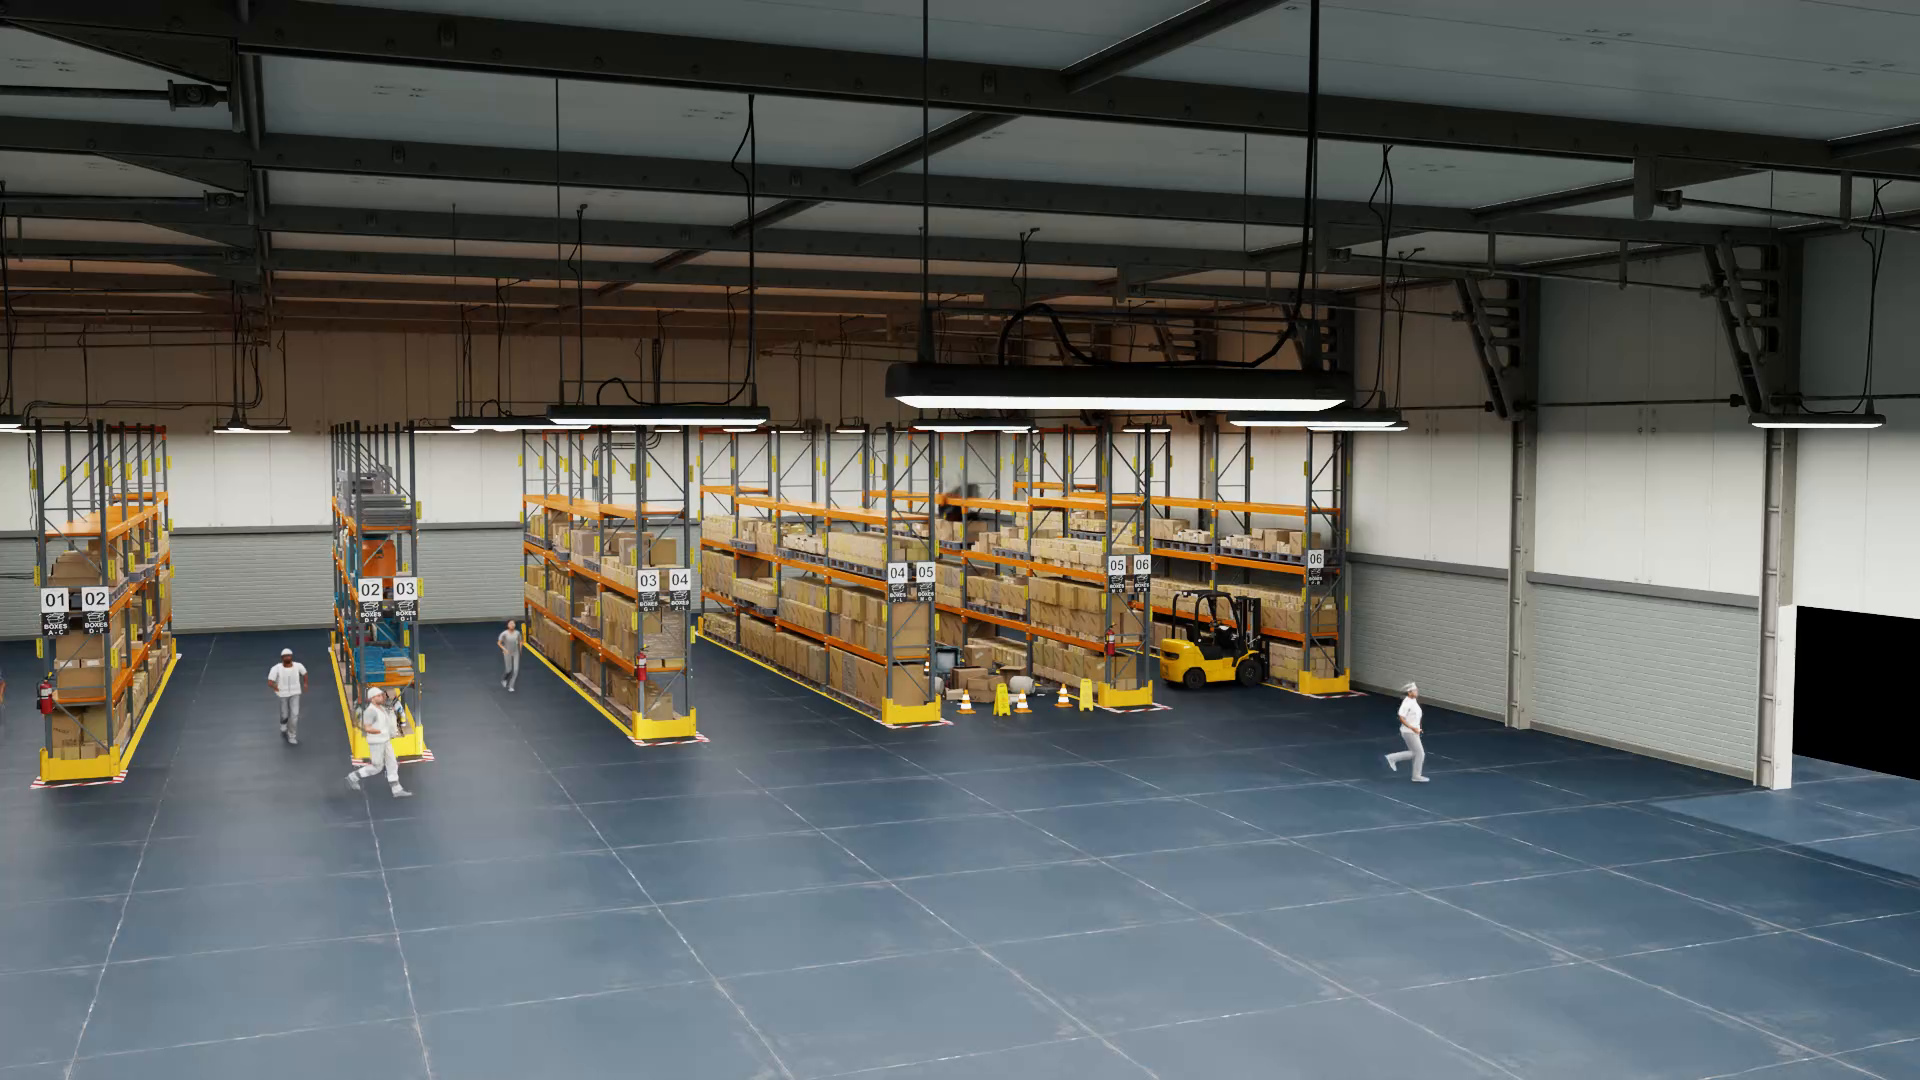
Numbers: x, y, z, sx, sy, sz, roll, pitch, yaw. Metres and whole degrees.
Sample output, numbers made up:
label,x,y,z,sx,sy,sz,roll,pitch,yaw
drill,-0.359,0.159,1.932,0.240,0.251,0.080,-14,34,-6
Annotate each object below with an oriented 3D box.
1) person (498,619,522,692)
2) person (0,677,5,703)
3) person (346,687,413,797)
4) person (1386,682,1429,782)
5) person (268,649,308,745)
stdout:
label,x,y,z,sx,sy,sz,roll,pitch,yaw
person,-10.074,2.578,37.301,0.549,1.624,0.558,-2,4,-33
person,-17.653,3.026,30.118,0.576,1.712,0.731,-1,4,-22
person,-9.156,3.193,26.225,1.021,1.755,0.673,0,4,4
person,7.415,3.165,27.550,0.719,1.652,0.598,2,4,26
person,-12.586,2.910,31.201,0.712,1.754,0.932,-2,4,-27
